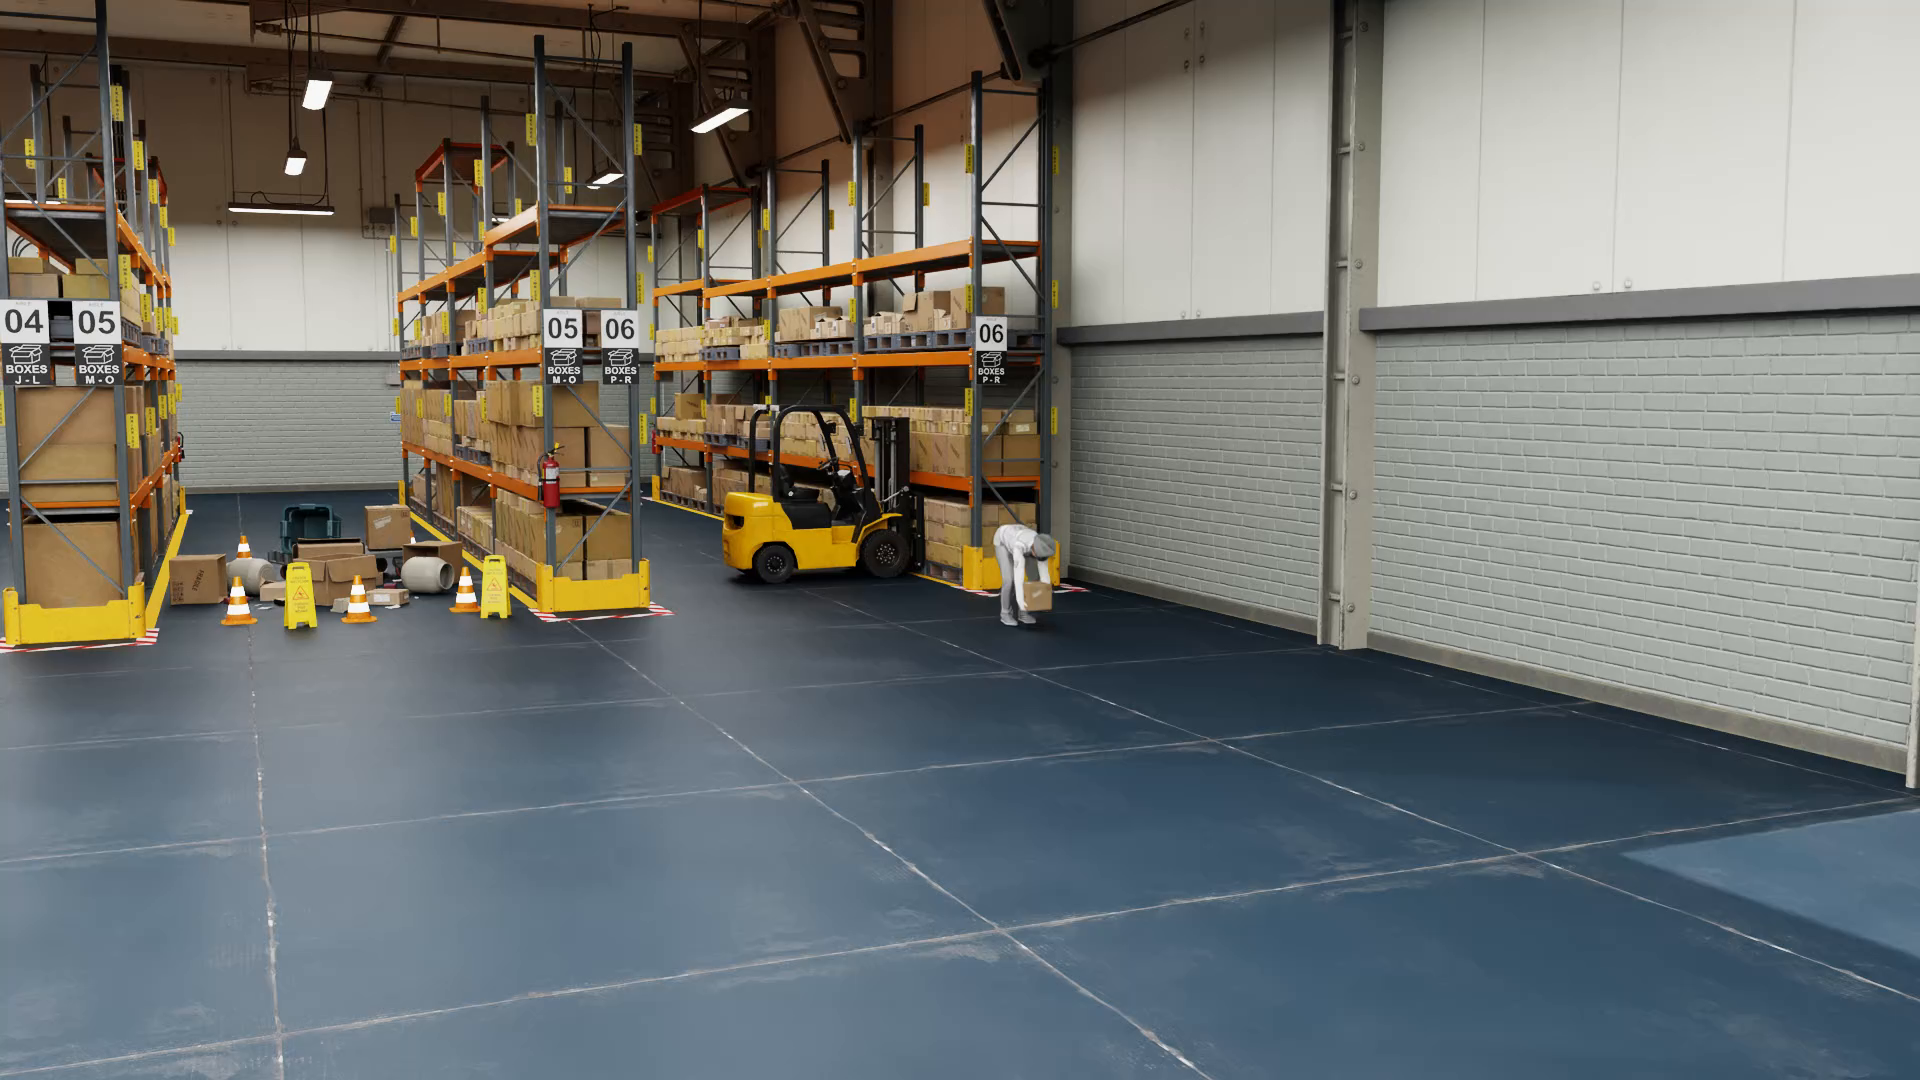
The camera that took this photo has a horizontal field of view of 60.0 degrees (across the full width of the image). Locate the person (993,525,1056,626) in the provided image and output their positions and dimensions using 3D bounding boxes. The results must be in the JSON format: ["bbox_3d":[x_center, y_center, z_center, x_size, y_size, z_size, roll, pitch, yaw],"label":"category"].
[{"bbox_3d":[0.663,0.365,16.660,0.426,1.005,0.917,-3,6,-26],"label":"person"}]
